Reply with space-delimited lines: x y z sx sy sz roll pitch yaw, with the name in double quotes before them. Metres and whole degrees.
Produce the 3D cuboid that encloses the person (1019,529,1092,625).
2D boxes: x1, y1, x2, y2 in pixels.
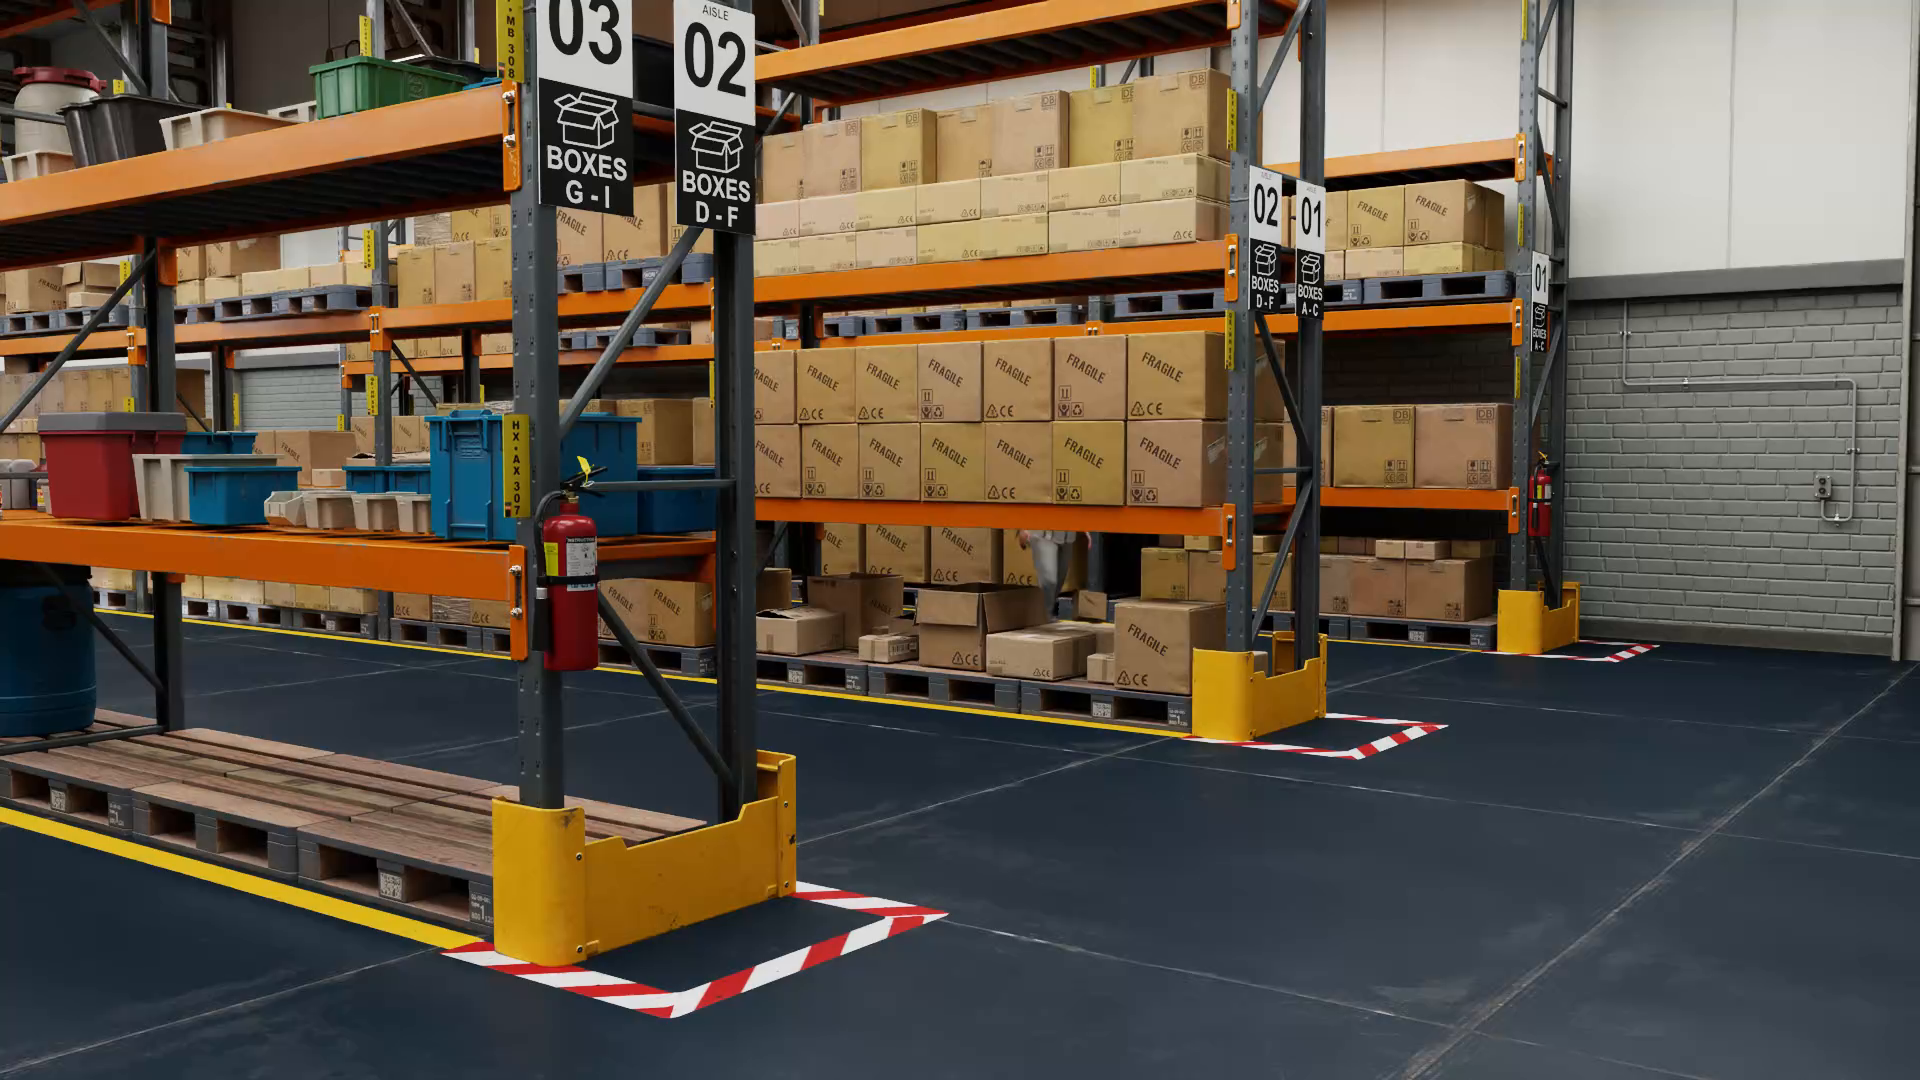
"person" 0.779 -0.022 14.608 0.696 1.708 0.743 -2 4 -36
